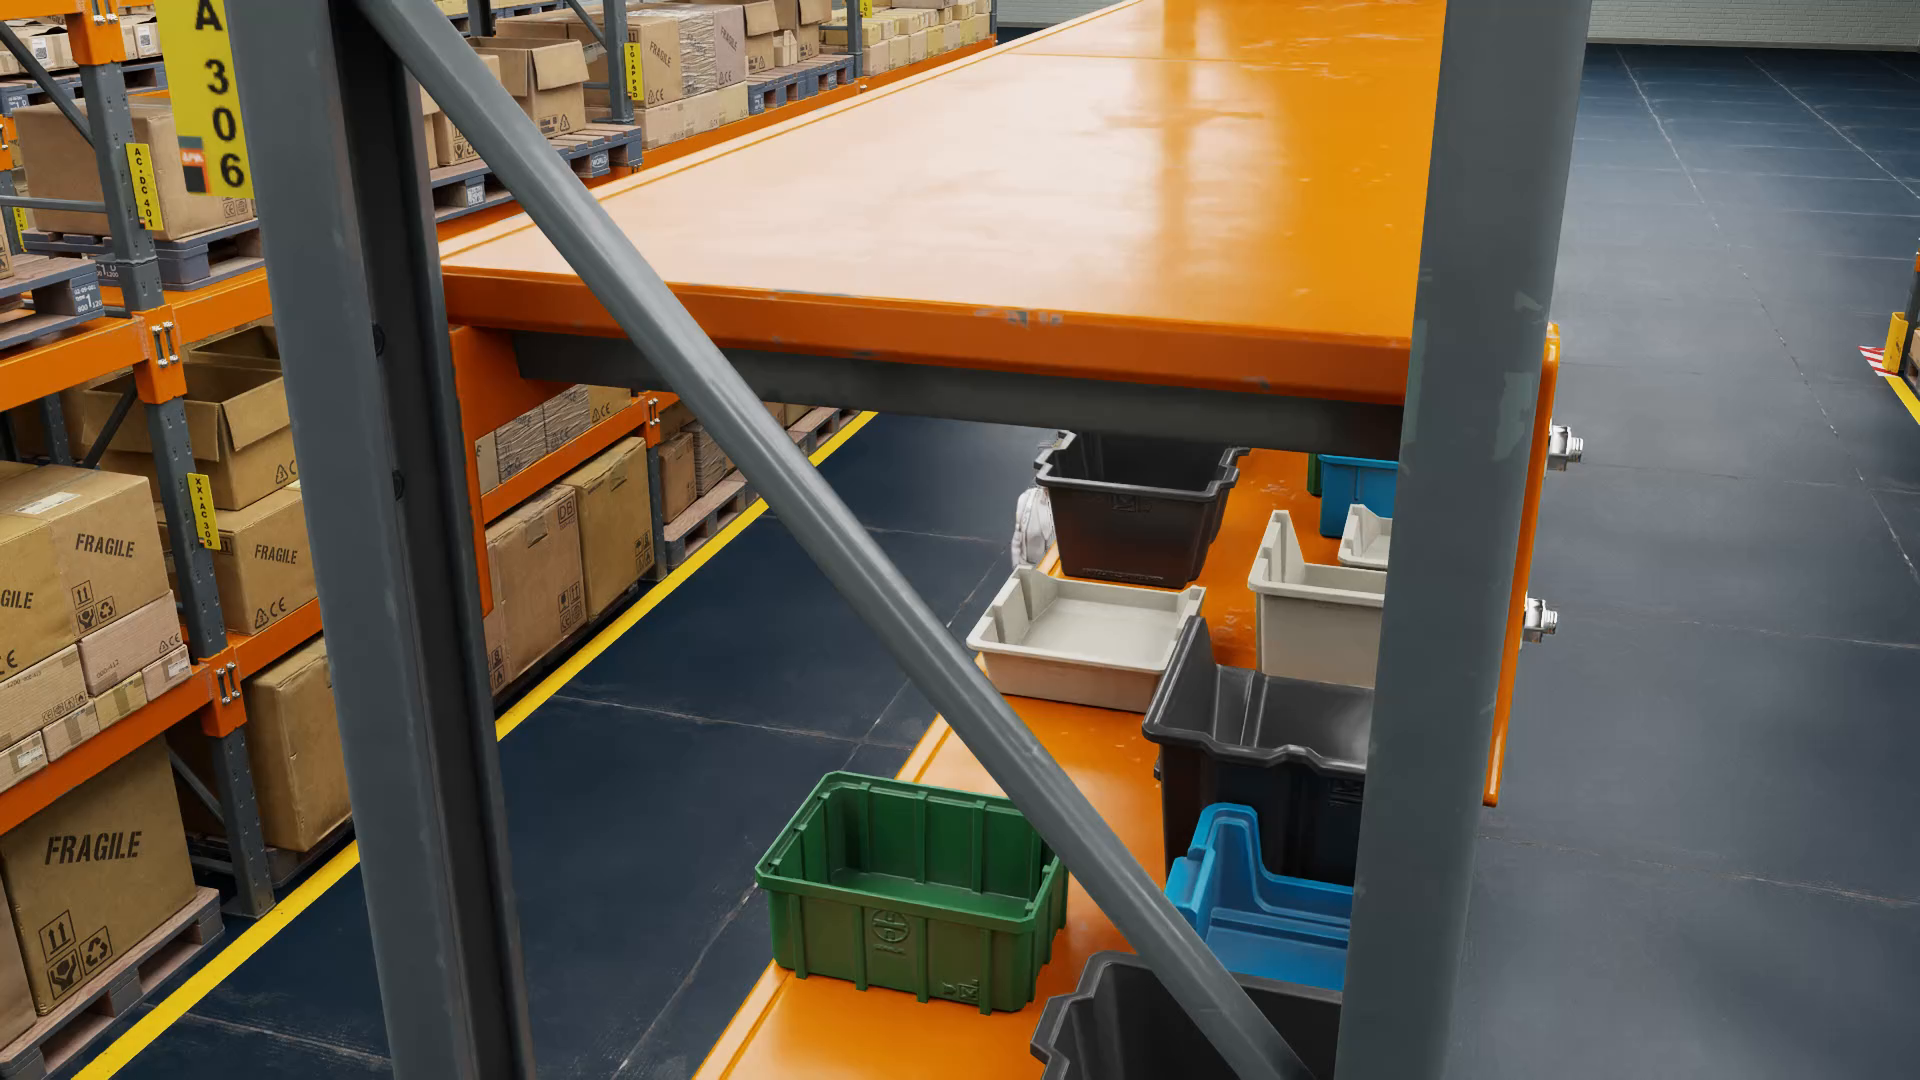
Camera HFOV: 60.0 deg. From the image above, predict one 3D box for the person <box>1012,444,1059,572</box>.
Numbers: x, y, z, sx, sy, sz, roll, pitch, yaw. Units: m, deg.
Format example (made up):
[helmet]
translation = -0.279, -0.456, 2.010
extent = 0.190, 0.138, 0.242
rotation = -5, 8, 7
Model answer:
[person]
translation = 0.482, 0.315, 8.810
extent = 0.498, 1.732, 0.686
rotation = 6, 23, 15
